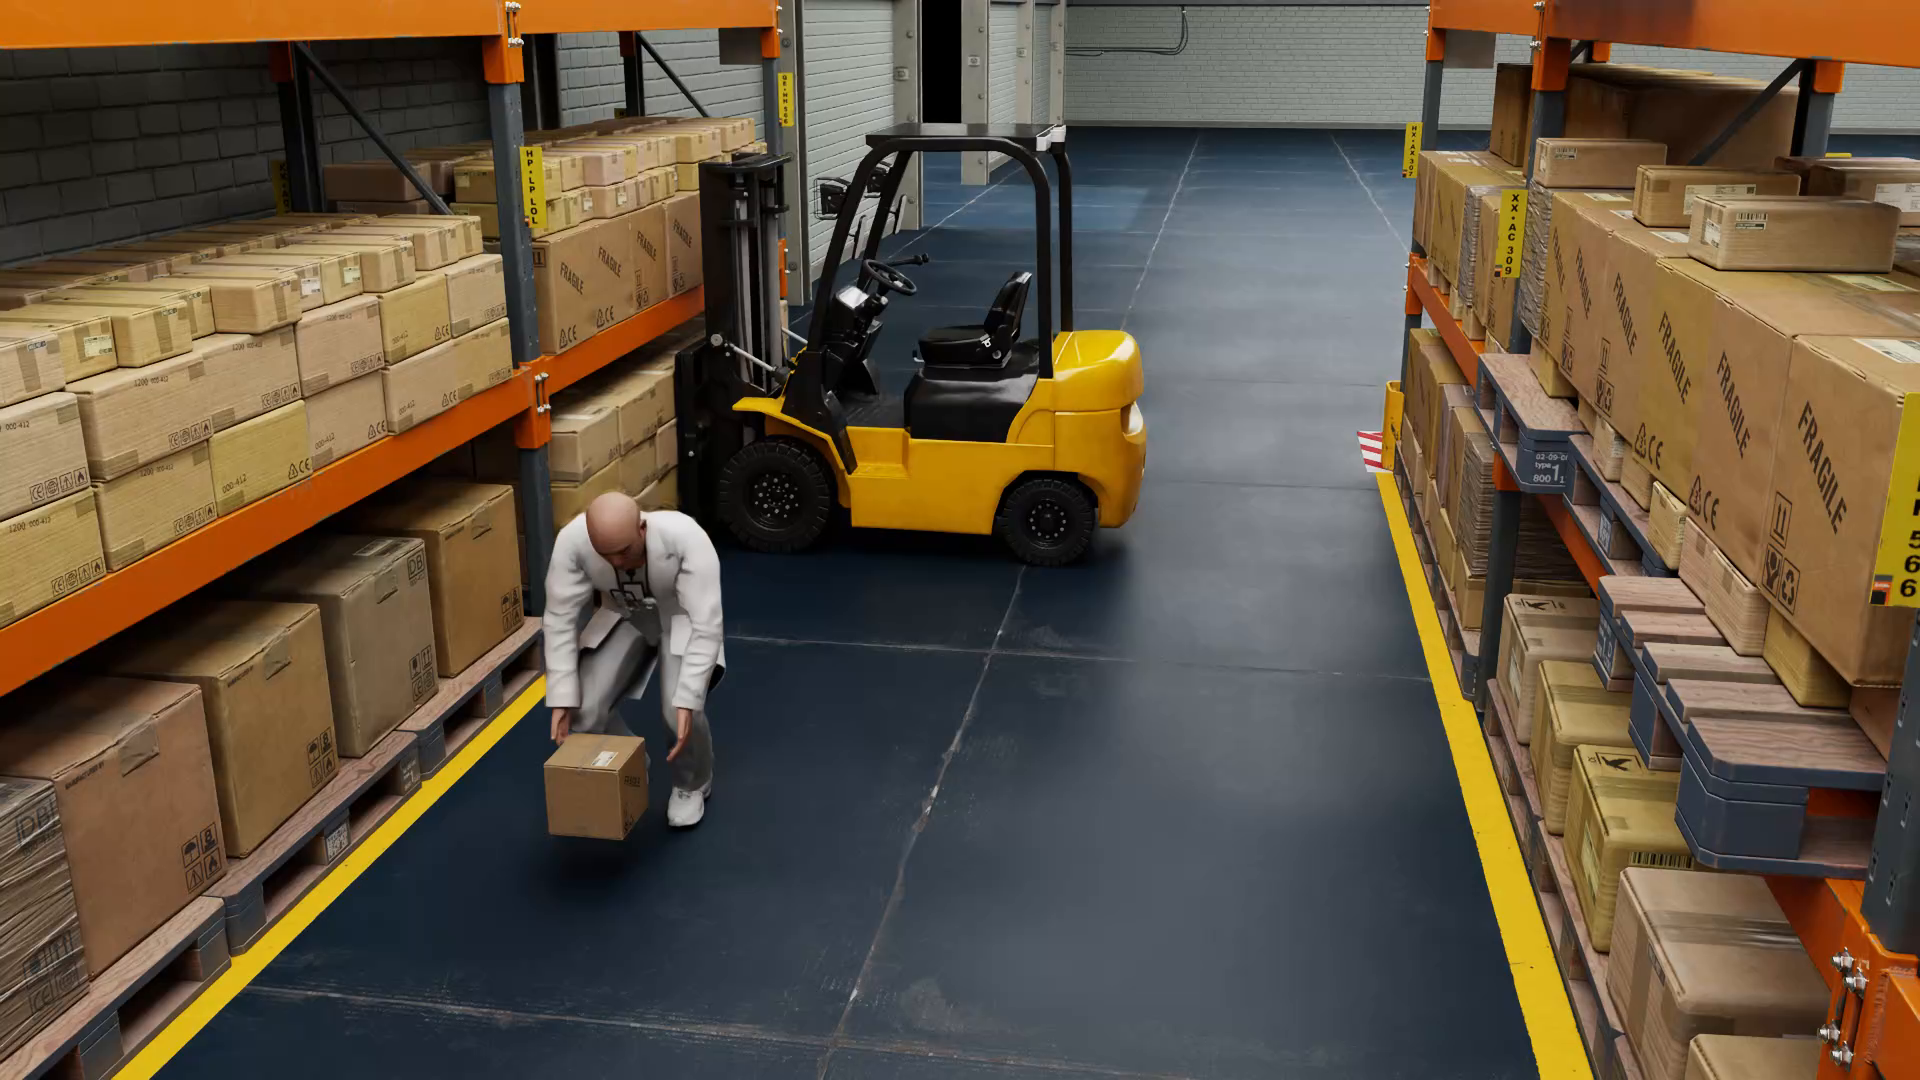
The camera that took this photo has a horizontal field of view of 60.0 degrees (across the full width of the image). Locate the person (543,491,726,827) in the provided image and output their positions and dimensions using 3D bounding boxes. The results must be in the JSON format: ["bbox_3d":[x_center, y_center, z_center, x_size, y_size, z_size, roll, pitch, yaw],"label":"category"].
[{"bbox_3d":[-1.076,0.370,5.742,0.632,1.277,0.787,3,18,9],"label":"person"}]
